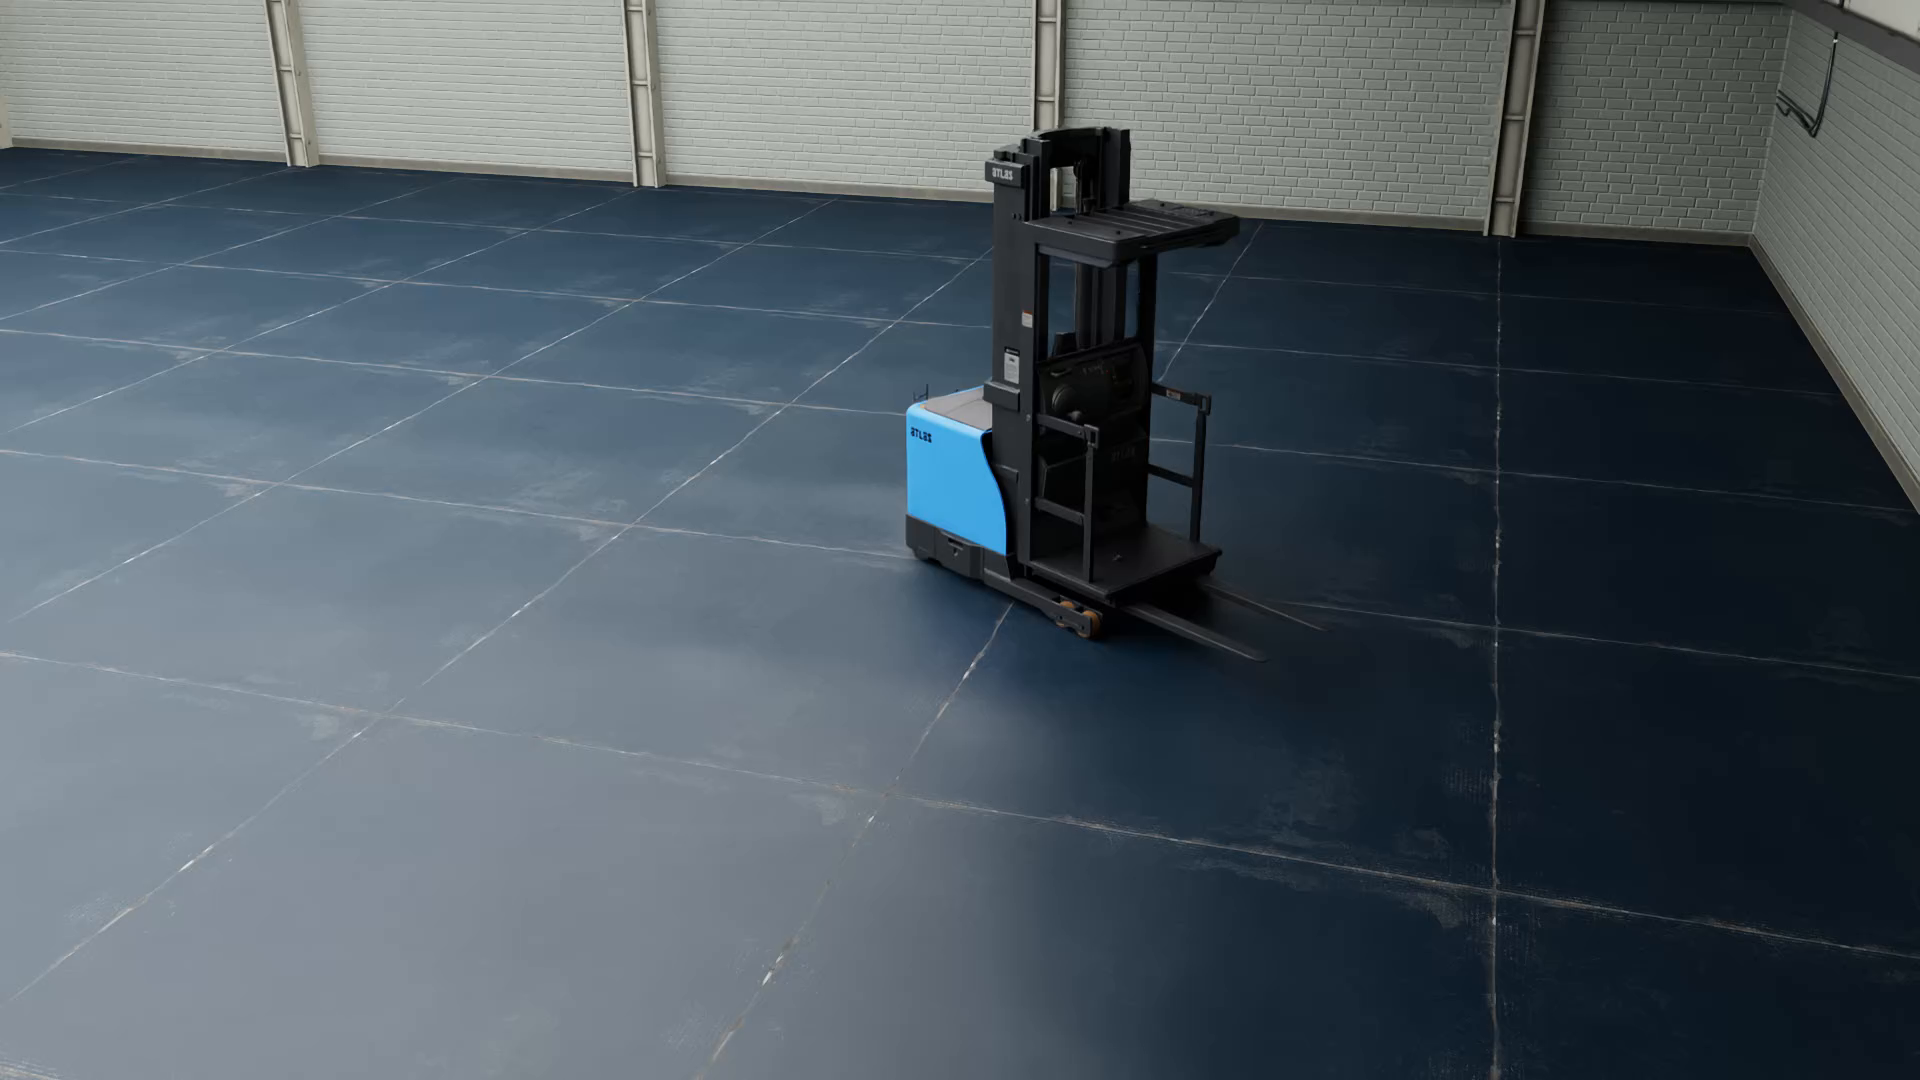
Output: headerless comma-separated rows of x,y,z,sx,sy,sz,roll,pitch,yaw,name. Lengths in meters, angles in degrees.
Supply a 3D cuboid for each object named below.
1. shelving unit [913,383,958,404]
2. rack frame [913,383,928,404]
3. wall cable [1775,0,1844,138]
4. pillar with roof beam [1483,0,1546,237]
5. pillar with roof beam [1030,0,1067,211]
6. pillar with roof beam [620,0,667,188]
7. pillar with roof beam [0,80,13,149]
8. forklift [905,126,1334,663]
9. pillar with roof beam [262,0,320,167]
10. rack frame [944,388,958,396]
-0.171,-0.561,11.755,0.252,1.050,0.215,12,25,26,shelving unit
-0.278,-0.583,11.808,0.008,1.050,0.200,12,25,26,rack frame
9.359,-5.848,18.261,0.112,2.526,3.097,7,23,16,wall cable
5.677,-6.524,15.818,0.400,9.000,9.100,7,23,16,pillar with roof beam
-0.067,-7.182,17.421,0.400,9.000,9.100,7,23,16,pillar with roof beam
-5.811,-7.840,19.025,0.400,9.000,9.100,7,23,16,pillar with roof beam
-17.299,-9.155,22.232,0.400,9.000,9.100,7,23,16,pillar with roof beam
0.977,-0.968,10.268,1.130,2.935,3.031,-19,29,-38,forklift
-11.555,-8.497,20.628,0.400,9.000,9.100,7,23,16,pillar with roof beam
-0.063,-0.539,11.701,0.008,1.050,0.200,12,25,26,rack frame
